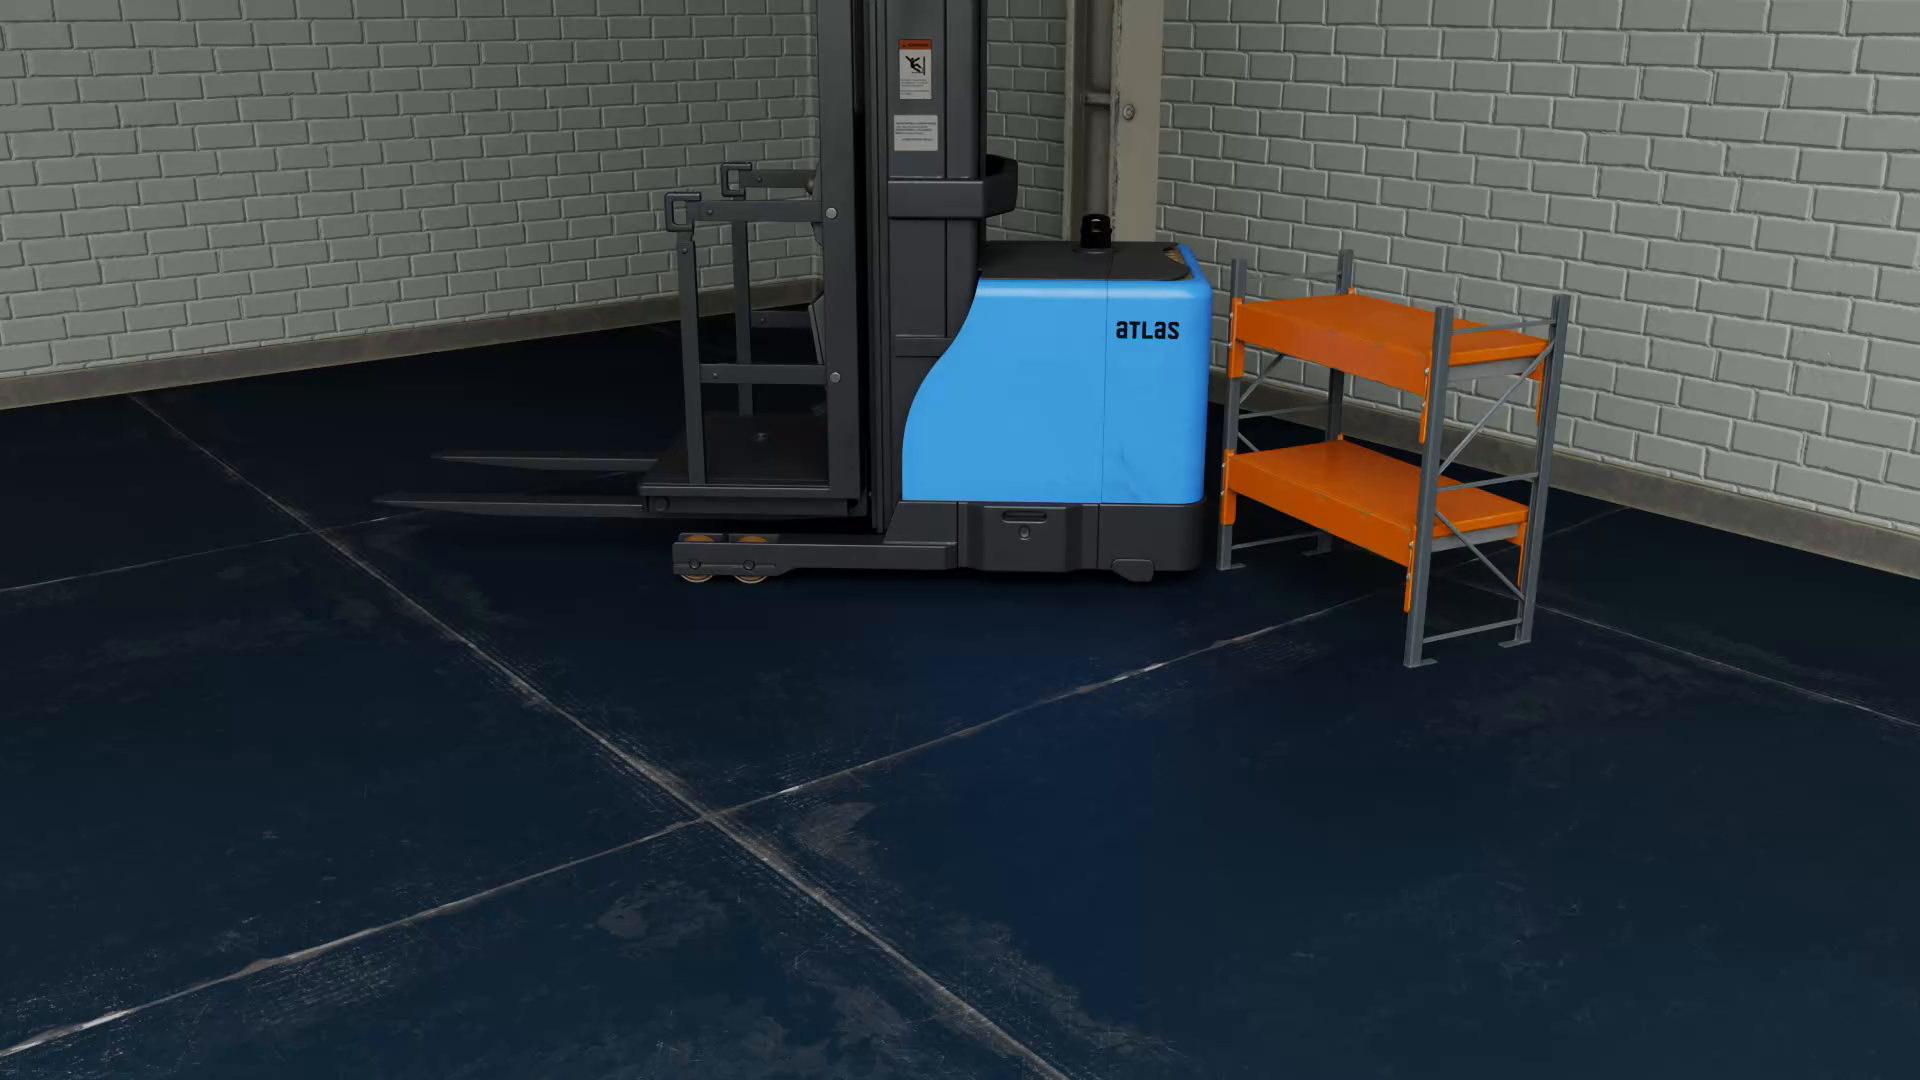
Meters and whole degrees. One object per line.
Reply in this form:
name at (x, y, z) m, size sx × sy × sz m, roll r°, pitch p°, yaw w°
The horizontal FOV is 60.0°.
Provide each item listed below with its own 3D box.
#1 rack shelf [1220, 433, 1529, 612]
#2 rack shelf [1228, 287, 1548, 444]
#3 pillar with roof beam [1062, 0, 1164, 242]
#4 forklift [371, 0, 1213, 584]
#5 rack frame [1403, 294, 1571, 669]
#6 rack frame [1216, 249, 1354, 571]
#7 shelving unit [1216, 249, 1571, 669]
rack shelf at (1.386, -0.084, 5.606) m, size 0.538 × 0.278 × 1.000 m, roll -9°, pitch 20°, yaw -25°
rack shelf at (1.386, -0.594, 5.437) m, size 0.538 × 0.278 × 1.000 m, roll -9°, pitch 20°, yaw -25°
pillar with roof beam at (-2.600, -4.281, 4.977) m, size 9.100 × 9.000 × 0.400 m, roll -14°, pitch 23°, yaw -36°
forklift at (-0.627, -1.402, 5.933) m, size 3.031 × 2.935 × 1.130 m, roll 1°, pitch 18°, yaw 3°
rack frame at (1.611, -0.173, 5.096) m, size 0.500 × 1.125 × 0.032 m, roll -9°, pitch 20°, yaw -25°
rack frame at (1.161, -0.460, 5.962) m, size 0.500 × 1.125 × 0.032 m, roll -9°, pitch 20°, yaw -25°
shelving unit at (1.386, -0.317, 5.529) m, size 0.538 × 1.125 × 1.048 m, roll -9°, pitch 20°, yaw -25°
